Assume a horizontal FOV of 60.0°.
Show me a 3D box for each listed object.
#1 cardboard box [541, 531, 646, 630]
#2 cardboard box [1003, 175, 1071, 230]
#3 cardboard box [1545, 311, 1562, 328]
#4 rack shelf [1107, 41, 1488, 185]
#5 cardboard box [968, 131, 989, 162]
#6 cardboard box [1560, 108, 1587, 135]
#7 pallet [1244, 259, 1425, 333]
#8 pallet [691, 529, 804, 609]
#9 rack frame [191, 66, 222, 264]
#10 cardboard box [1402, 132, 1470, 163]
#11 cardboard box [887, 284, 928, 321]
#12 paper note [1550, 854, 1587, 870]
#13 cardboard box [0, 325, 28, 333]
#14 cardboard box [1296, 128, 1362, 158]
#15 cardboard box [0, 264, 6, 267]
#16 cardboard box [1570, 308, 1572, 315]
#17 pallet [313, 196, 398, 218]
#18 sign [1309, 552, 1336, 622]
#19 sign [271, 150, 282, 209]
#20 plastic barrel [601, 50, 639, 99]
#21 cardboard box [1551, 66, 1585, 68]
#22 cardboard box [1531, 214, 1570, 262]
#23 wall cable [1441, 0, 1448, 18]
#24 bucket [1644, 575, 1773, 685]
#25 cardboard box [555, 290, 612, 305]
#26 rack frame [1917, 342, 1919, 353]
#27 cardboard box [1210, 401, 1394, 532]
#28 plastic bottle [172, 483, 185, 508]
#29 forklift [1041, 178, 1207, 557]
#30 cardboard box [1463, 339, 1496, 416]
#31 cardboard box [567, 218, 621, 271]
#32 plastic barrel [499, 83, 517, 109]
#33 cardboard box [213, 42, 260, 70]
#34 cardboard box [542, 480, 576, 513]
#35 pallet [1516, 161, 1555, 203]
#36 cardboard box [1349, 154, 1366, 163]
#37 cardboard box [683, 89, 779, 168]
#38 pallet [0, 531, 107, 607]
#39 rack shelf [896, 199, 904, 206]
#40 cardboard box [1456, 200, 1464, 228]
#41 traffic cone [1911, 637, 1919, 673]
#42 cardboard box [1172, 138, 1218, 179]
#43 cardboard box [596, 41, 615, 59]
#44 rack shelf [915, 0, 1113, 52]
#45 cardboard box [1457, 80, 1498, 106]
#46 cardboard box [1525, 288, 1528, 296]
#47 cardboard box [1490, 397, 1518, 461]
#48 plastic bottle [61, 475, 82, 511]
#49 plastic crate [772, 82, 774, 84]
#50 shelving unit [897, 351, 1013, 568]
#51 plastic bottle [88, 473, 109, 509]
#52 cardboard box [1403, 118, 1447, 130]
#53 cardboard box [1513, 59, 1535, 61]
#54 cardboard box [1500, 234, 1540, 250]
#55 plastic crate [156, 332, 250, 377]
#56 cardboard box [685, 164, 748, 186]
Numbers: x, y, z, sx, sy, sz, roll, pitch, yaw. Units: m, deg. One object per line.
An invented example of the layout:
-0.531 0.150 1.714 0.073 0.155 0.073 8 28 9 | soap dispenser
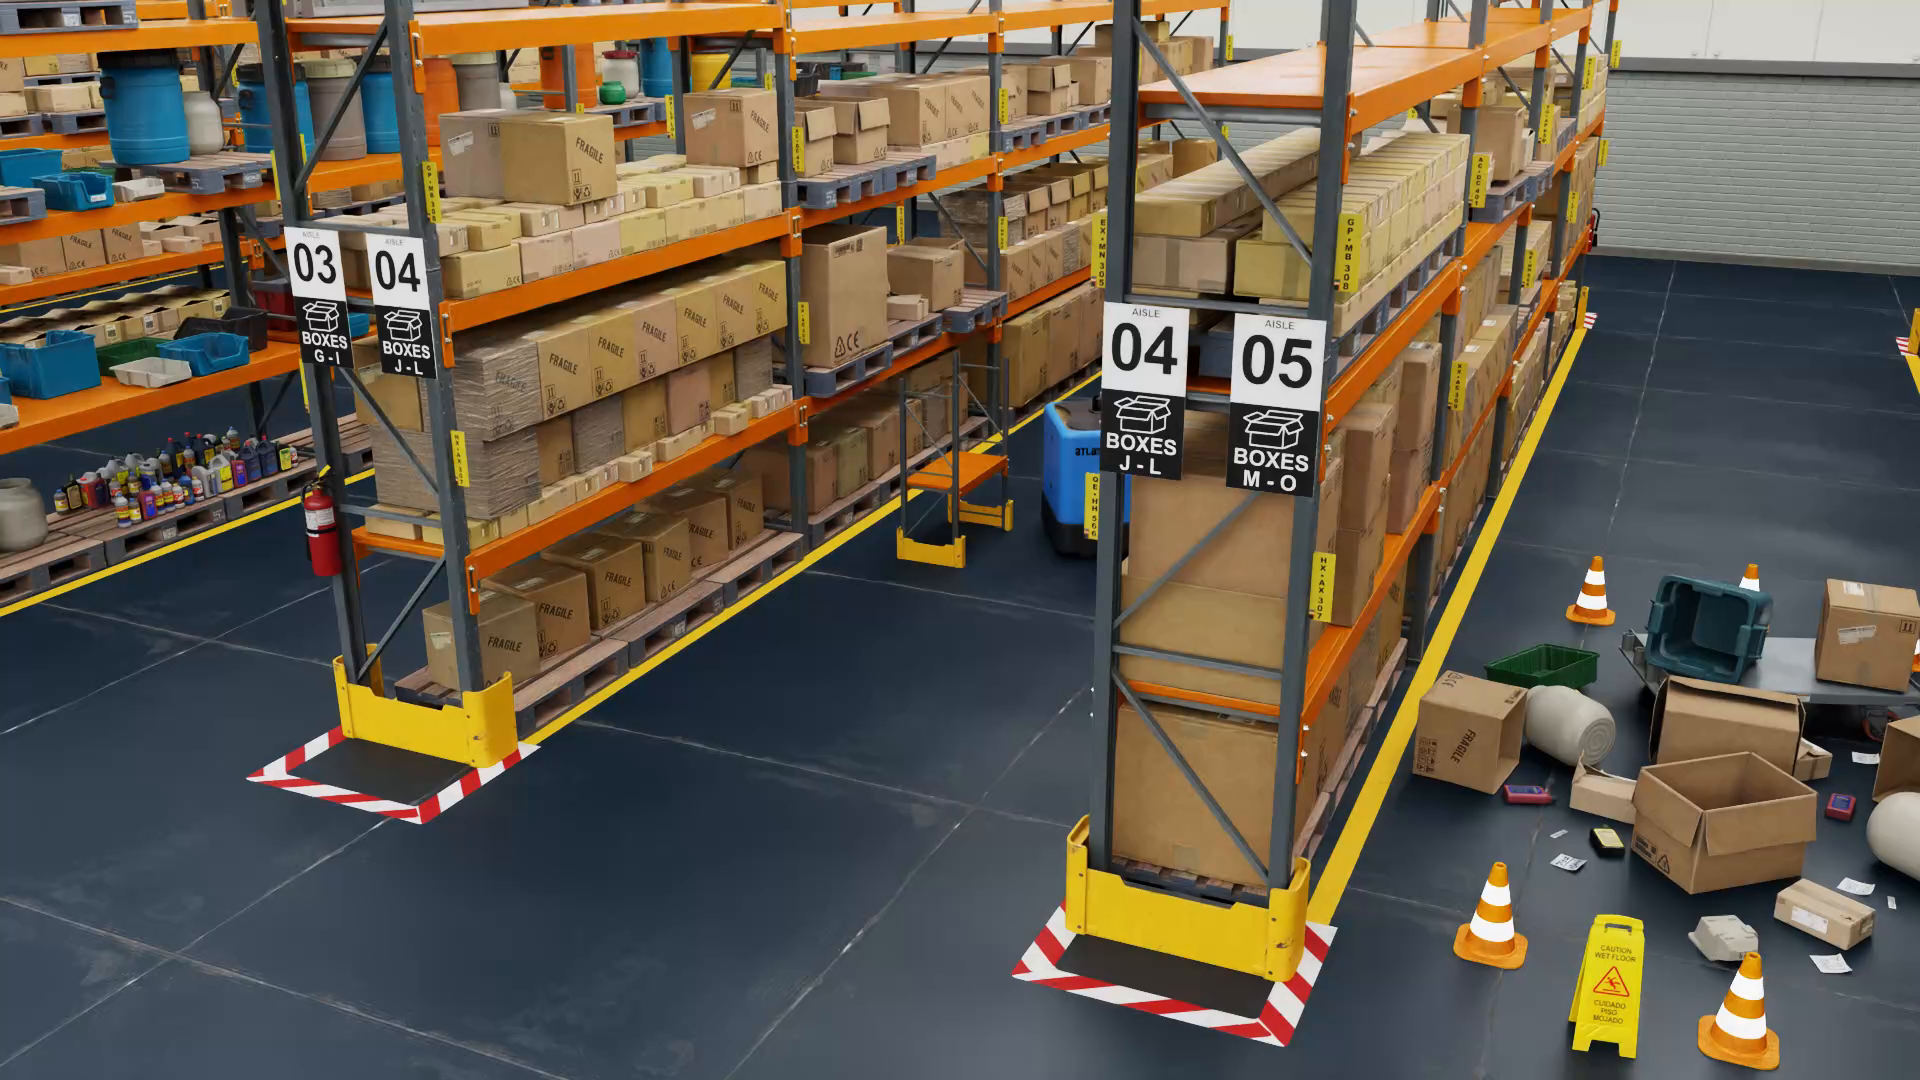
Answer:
-2.599 0.283 11.801 0.500 0.500 0.500 11 22 28 | cardboard box
0.771 -3.724 18.316 0.797 0.503 0.637 9 22 24 | cardboard box
6.861 -2.611 19.573 0.380 0.149 0.250 9 21 24 | cardboard box
1.946 -2.331 8.765 1.077 0.370 4.000 9 21 23 | rack shelf
-0.052 -3.741 15.760 0.500 0.250 0.500 9 21 23 | cardboard box
6.471 -4.537 17.997 0.500 0.250 0.500 10 22 25 | cardboard box
1.919 -1.395 9.070 1.003 0.211 1.213 9 21 23 | pallet
-1.962 0.169 13.179 1.003 0.211 1.213 9 21 23 | pallet
-12.000 -5.840 25.912 1.000 3.000 0.127 9 21 23 | rack frame
2.906 -2.404 10.183 0.380 0.149 0.250 8 21 22 | cardboard box
-0.517 -2.166 15.155 0.396 0.266 0.258 8 21 21 | cardboard box
3.301 1.745 9.018 0.144 0.017 0.142 18 26 41 | paper note
-10.643 -2.205 18.333 0.500 0.311 0.500 9 22 24 | cardboard box
2.306 -2.495 10.439 0.380 0.149 0.250 9 21 23 | cardboard box
-10.563 -2.946 17.977 0.396 0.266 0.258 8 21 21 | cardboard box
7.512 -2.947 20.963 0.380 0.149 0.250 8 21 20 | cardboard box
-8.325 -4.443 22.272 1.003 0.211 1.213 9 21 23 | pallet
1.631 0.212 7.486 0.100 0.325 0.005 9 21 23 | sign
-3.855 -2.045 9.445 0.100 0.325 0.005 9 21 23 | sign
-4.011 -5.495 19.638 0.433 0.535 0.433 0 20 0 | plastic barrel
6.722 -5.147 18.372 0.380 0.149 0.250 8 21 21 | cardboard box
6.473 -3.393 18.440 0.500 0.500 0.500 8 21 22 | cardboard box
8.655 -10.621 25.604 2.277 5.999 0.120 9 21 23 | wall cable
4.812 0.540 10.589 0.726 0.611 0.620 18 16 41 | bucket
-2.738 -1.451 11.486 0.500 0.500 0.500 9 21 23 | cardboard box
12.236 -3.664 19.794 1.000 3.000 0.127 9 21 23 | rack frame
1.808 -0.442 8.899 0.875 0.550 0.550 9 21 23 | cardboard box
-6.627 -0.378 14.074 0.097 0.201 0.097 0 20 0 | plastic bottle
2.248 -1.432 13.621 3.031 2.935 1.130 -2 20 -5 | forklift
3.847 -1.277 12.933 0.500 0.500 0.500 9 21 24 | cardboard box
-2.512 -1.896 10.571 0.500 0.250 0.500 8 21 22 | cardboard box
-5.006 -4.671 17.982 0.421 0.512 0.421 0 20 0 | plastic barrel
-8.933 -6.002 20.252 0.500 0.500 0.500 9 21 23 | cardboard box
-2.703 -0.296 10.699 0.380 0.149 0.250 9 21 23 | cardboard box
4.187 -2.987 13.695 1.213 0.211 1.003 10 22 25 | pallet
2.309 -2.260 10.375 0.500 0.250 0.500 9 21 23 | cardboard box
-1.671 -3.019 12.164 0.500 0.500 0.500 8 21 21 | cardboard box
-7.550 0.225 13.022 1.003 0.211 1.213 9 21 23 | pallet
-2.143 -4.753 23.930 1.077 0.370 4.000 9 21 23 | rack shelf
2.907 -2.028 10.318 0.380 0.149 0.250 8 21 22 | cardboard box
6.553 0.629 11.510 0.336 0.463 0.334 9 21 23 | traffic cone
3.235 -5.261 22.947 0.500 0.500 0.500 9 21 23 | cardboard box
-5.819 -7.770 26.341 0.500 0.250 0.500 9 21 23 | cardboard box
0.738 -5.488 17.642 1.077 0.370 4.000 9 21 23 | rack shelf
4.839 -4.243 15.654 0.396 0.266 0.258 9 21 23 | cardboard box
5.311 -2.461 16.159 0.380 0.149 0.250 9 21 23 | cardboard box
4.925 -1.068 15.598 0.500 0.500 0.500 8 21 20 | cardboard box
-7.492 -0.399 14.012 0.061 0.283 0.133 9 22 24 | plastic bottle
-2.788 -6.210 22.872 0.293 0.136 0.466 9 21 23 | plastic crate
-0.031 -0.683 13.652 0.587 1.500 1.083 9 21 23 | shelving unit
-7.298 -0.420 14.070 0.061 0.283 0.133 9 21 23 | plastic bottle
3.906 -3.292 13.628 0.500 0.311 0.500 9 21 23 | cardboard box
6.675 -5.539 19.475 0.380 0.149 0.250 9 22 25 | cardboard box
5.626 -2.984 16.742 0.380 0.149 0.250 8 21 21 | cardboard box
-6.443 -1.589 14.182 0.499 0.251 0.616 9 21 23 | plastic crate
-1.781 -2.677 12.173 0.380 0.149 0.250 9 21 23 | cardboard box
